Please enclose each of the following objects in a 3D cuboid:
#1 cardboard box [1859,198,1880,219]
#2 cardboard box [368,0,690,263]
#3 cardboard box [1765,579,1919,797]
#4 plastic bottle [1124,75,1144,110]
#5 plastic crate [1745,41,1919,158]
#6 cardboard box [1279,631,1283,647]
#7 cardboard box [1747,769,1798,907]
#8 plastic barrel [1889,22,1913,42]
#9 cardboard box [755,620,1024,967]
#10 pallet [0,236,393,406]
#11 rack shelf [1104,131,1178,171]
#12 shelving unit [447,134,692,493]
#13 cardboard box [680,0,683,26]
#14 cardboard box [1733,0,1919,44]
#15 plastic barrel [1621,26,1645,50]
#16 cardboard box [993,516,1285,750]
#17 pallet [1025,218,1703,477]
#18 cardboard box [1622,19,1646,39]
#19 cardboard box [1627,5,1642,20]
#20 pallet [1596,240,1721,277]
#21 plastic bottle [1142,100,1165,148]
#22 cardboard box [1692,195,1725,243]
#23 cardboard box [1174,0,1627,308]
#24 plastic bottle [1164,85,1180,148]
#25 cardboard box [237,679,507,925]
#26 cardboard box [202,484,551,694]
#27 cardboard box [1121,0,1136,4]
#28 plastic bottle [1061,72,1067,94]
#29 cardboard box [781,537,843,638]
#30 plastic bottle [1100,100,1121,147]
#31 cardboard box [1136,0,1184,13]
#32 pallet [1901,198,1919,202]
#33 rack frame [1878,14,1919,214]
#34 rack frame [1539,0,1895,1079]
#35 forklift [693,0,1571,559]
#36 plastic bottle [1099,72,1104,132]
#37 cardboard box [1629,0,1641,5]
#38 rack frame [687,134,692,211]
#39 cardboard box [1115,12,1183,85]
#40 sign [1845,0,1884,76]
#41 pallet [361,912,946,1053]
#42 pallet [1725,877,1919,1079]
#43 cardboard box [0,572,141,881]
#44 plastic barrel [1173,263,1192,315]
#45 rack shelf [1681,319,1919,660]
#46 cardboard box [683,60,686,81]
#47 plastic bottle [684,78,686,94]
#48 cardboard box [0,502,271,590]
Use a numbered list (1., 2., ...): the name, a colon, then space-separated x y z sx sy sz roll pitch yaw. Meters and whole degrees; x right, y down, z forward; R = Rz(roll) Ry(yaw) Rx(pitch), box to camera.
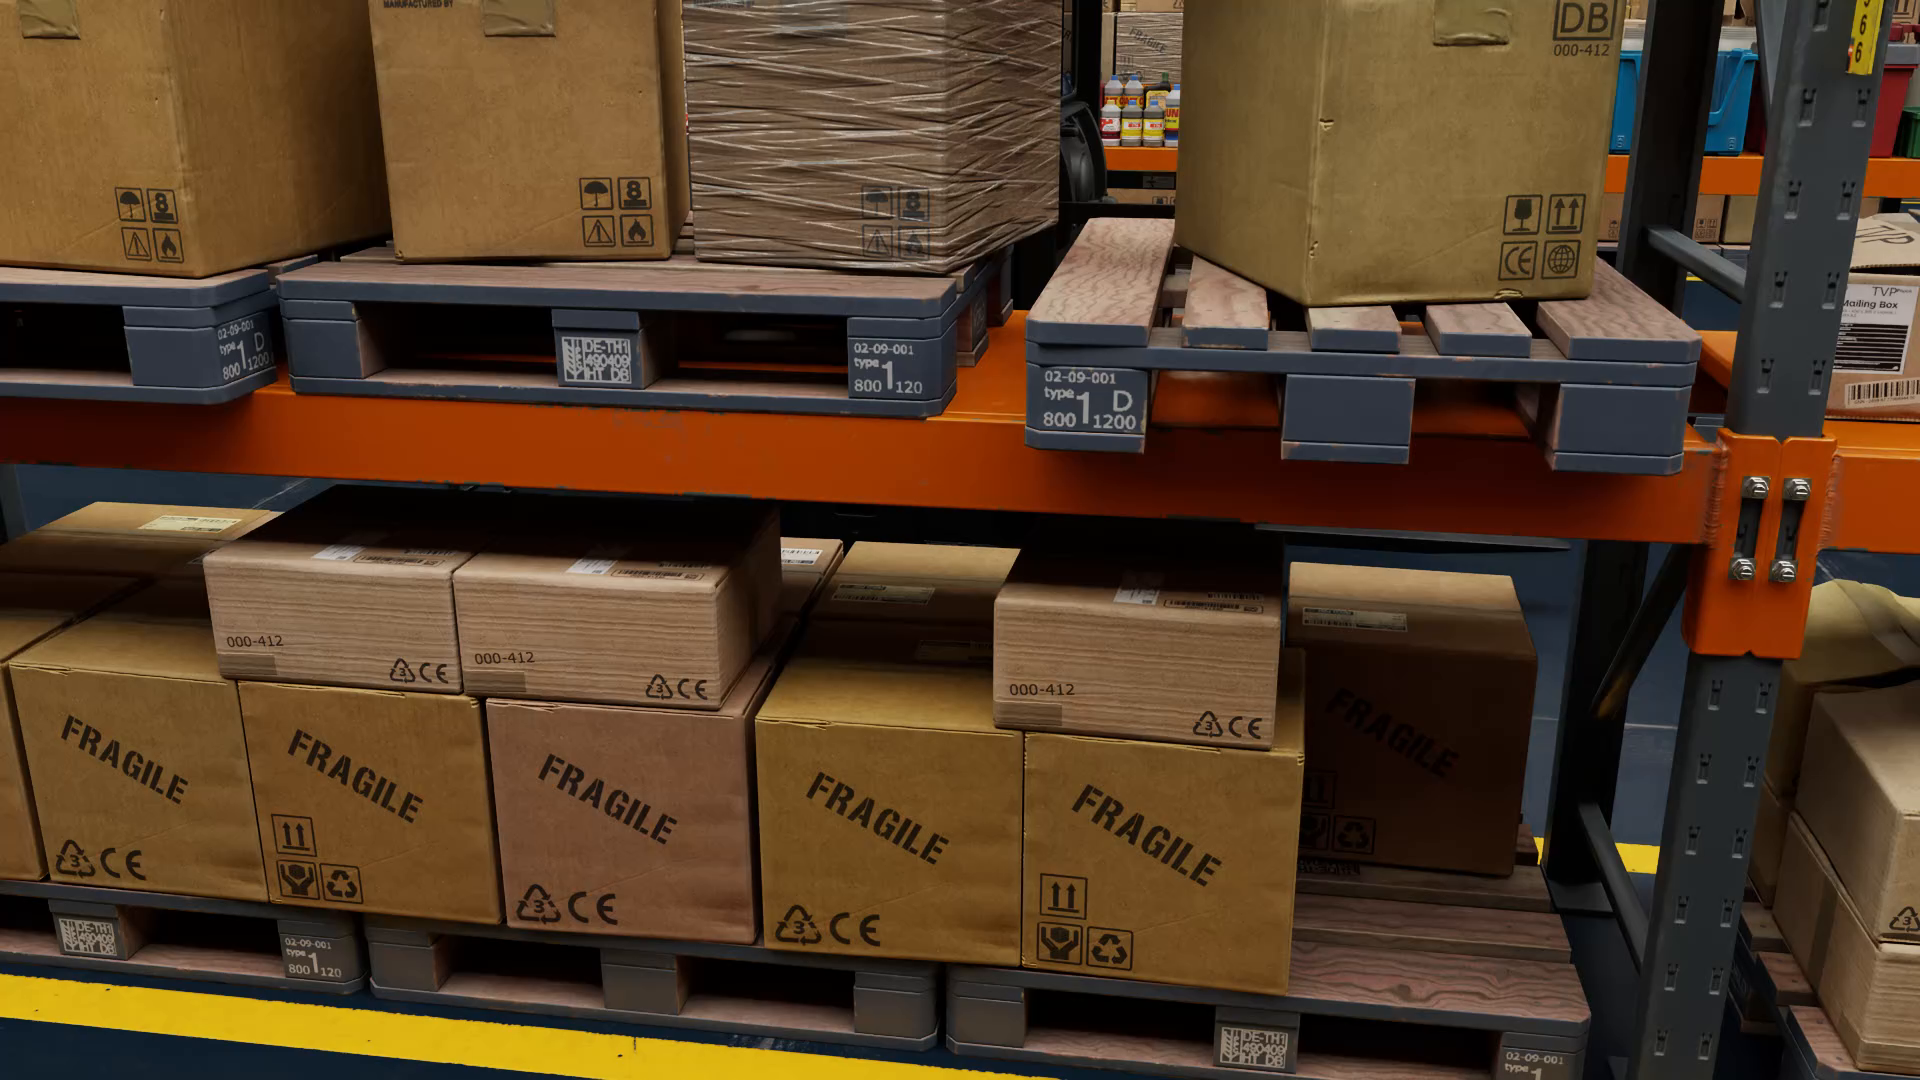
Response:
1. cardboard box: 6.291 -2.448 12.139 0.500 0.500 0.700 1 19 4
2. cardboard box: -0.825 -0.864 3.337 0.500 0.500 0.700 -2 19 -5
3. cardboard box: 1.926 0.303 3.458 0.500 0.311 0.500 3 19 10
4. plastic bottle: 0.857 -2.155 8.219 0.097 0.271 0.097 0 18 0
5. plastic crate: 3.706 -1.890 7.124 0.583 0.464 0.402 3 19 9
6. cardboard box: 0.448 0.355 3.762 0.500 0.500 0.500 2 19 7
7. cardboard box: 1.928 0.570 3.545 0.500 0.250 0.500 3 19 10
8. plastic barrel: 4.047 -2.076 7.565 0.433 0.535 0.433 0 18 0
9. cardboard box: -0.102 0.492 3.352 0.500 0.500 0.500 2 19 7
10. pallet: -1.808 -0.521 3.436 1.213 0.211 1.003 3 19 9
11. rack shelf: 0.185 -1.796 8.078 4.000 0.370 1.077 3 19 9
12. shelving unit: -1.417 -0.809 6.358 1.048 1.500 0.538 4 19 11
13. cardboard box: -1.995 -4.181 12.658 0.500 0.500 0.500 3 19 9
14. cardboard box: 6.132 -3.955 11.788 1.000 1.000 1.000 3 19 9
15. plastic barrel: 3.209 -2.105 7.691 0.421 0.512 0.421 0 18 0
16. cardboard box: 0.353 0.161 3.159 0.500 0.250 0.500 4 19 11
17. pallet: 0.690 -0.406 3.093 1.003 0.211 1.213 3 19 9
18. cardboard box: 4.563 -3.560 11.791 0.500 0.250 0.500 2 19 7
19. cardboard box: 6.724 -4.951 16.217 0.500 0.500 0.500 3 19 8
20. pallet: 4.917 -2.164 12.439 1.213 0.211 1.003 3 19 9
21. plastic bottle: 0.873 -1.877 7.499 0.097 0.201 0.097 0 18 0
22. cardboard box: 5.271 -2.506 12.312 0.500 0.500 0.700 1 19 4
23. cardboard box: 0.730 -0.728 2.933 0.500 0.500 0.700 -3 19 -10
24. plastic bottle: 0.969 -1.905 7.473 0.097 0.271 0.097 0 18 0
25. cardboard box: -1.120 0.442 3.502 0.500 0.500 0.500 3 19 9
26. cardboard box: -1.153 0.086 3.384 0.500 0.250 0.500 3 19 9
27. cardboard box: 1.742 -5.460 16.690 0.250 0.149 0.380 3 19 10
28. plastic bottle: 0.413 -1.979 7.567 0.185 0.351 0.144 3 19 9
29. cardboard box: -0.563 0.303 3.916 0.500 0.500 0.500 2 19 7
30. plastic bottle: 0.681 -1.887 7.528 0.097 0.201 0.097 0 18 0
31. cardboard box: 1.583 -4.187 12.352 0.637 0.503 0.797 3 19 10
32. pallet: 9.727 -3.490 16.402 1.213 0.211 1.003 3 19 9
33. rack frame: 6.894 -3.387 11.699 0.127 3.000 1.000 3 19 9
34. rack frame: 1.370 -0.485 3.026 0.127 3.000 1.000 3 19 9
35. forklift: 0.612 -1.350 5.719 3.031 2.935 1.130 4 19 11
36. plastic bottle: 0.650 -2.177 8.266 0.133 0.283 0.061 3 19 9
37. cardboard box: 6.781 -5.506 16.298 0.500 0.500 0.700 3 19 8
38. rack frame: -0.919 -0.777 6.262 0.032 1.500 0.500 4 19 11
39. cardboard box: 1.414 -3.635 12.283 0.500 0.500 0.500 2 19 7
40. sign: 1.293 -0.826 2.345 0.005 0.325 0.100 3 19 9
41. pallet: -0.562 0.726 3.802 1.213 0.211 1.003 3 19 9
42. pallet: 2.177 0.891 3.308 1.213 0.211 1.003 3 19 9
43. cardboard box: -2.141 0.391 3.654 0.500 0.500 0.500 2 19 6
44. plastic barrel: 1.102 -1.076 8.050 0.421 0.512 0.421 0 18 0
45. rack shelf: 3.345 -0.043 2.839 4.000 0.370 1.077 3 19 9
46. cardboard box: -2.119 -3.622 12.798 0.250 0.149 0.380 3 19 10
47. plastic bottle: -1.350 -2.261 8.528 0.135 0.276 0.152 3 19 9
48. cardboard box: -2.047 0.225 4.149 0.500 0.500 0.500 3 19 8
